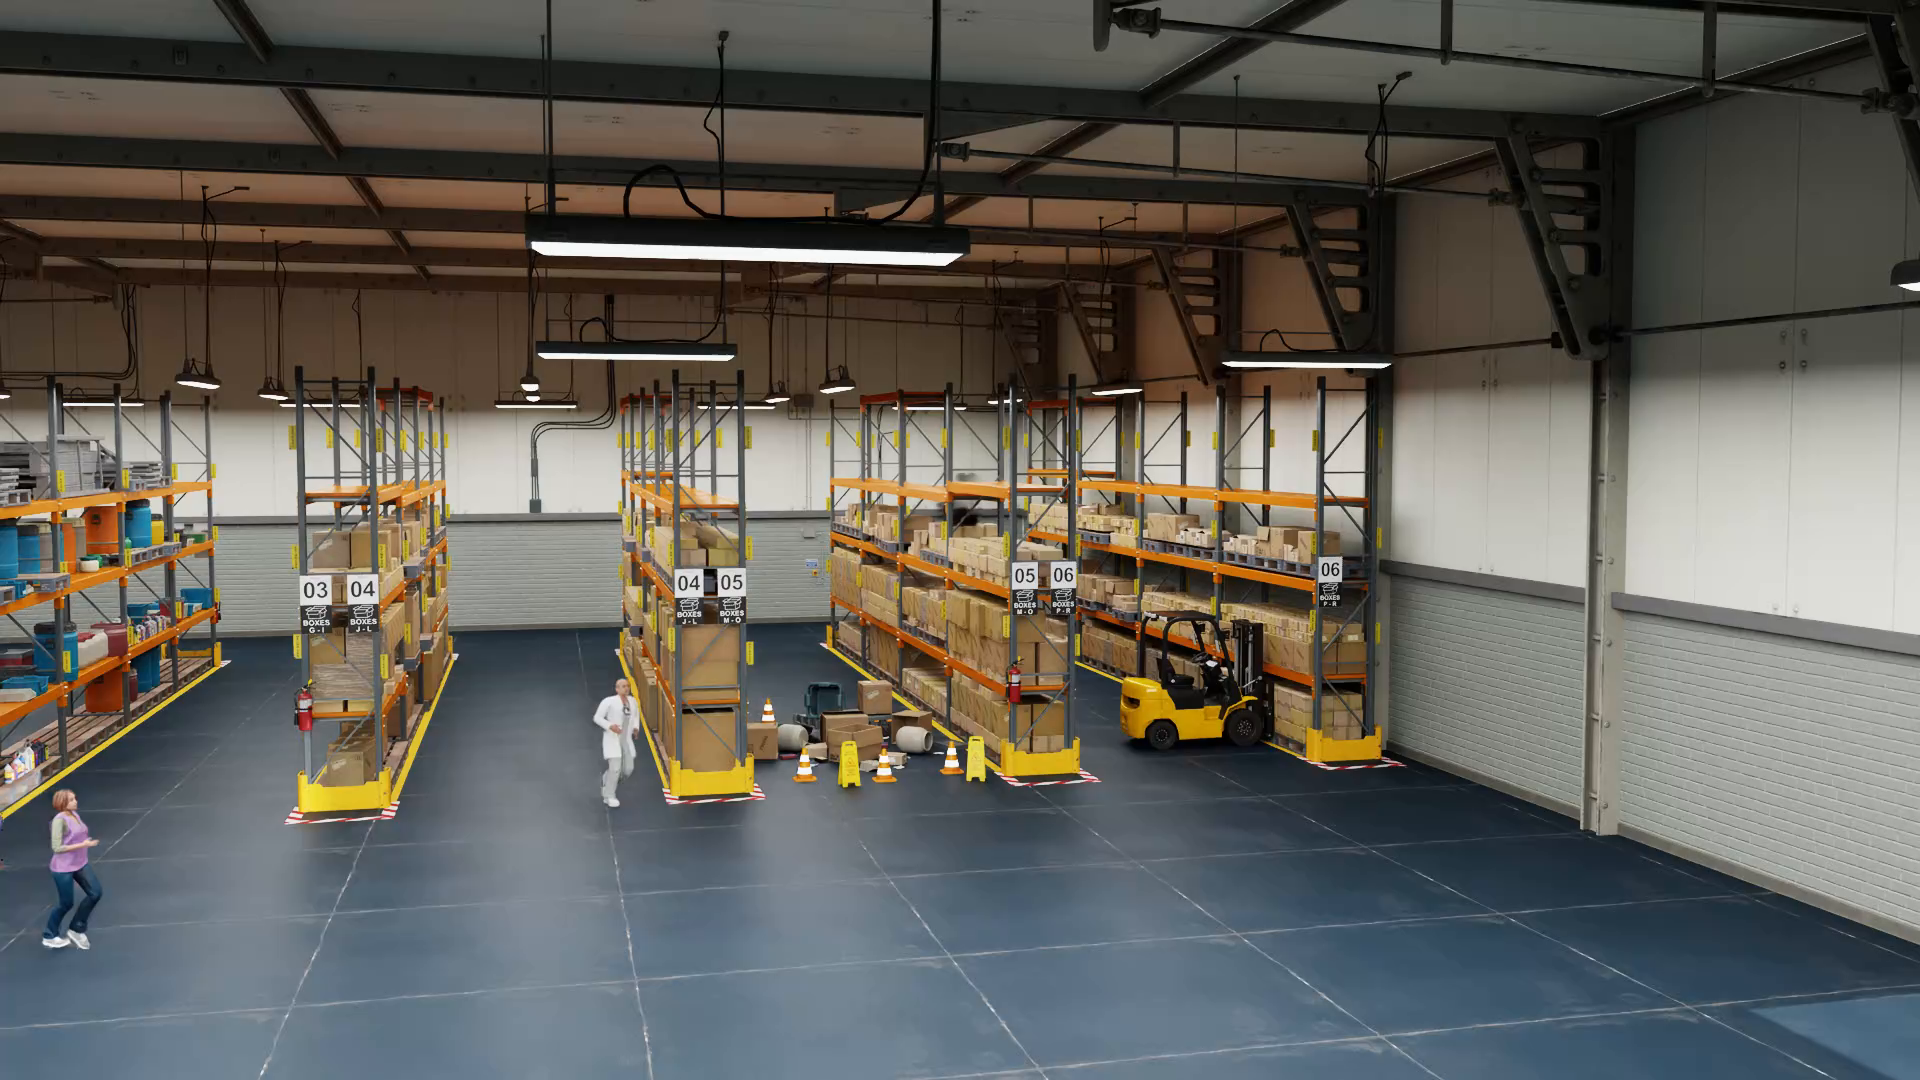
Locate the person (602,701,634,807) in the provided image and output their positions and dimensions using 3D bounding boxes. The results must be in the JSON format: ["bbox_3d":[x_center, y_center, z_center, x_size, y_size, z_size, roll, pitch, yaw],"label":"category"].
[{"bbox_3d":[-4.701,2.898,23.014,0.640,1.481,0.528,-3,4,-40],"label":"person"}]

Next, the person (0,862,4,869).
[{"bbox_3d":[-11.669,3.079,19.541,0.962,1.614,0.648,1,3,11],"label":"person"}]

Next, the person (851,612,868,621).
[{"bbox_3d":[-2.558,1.632,41.858,0.914,1.717,0.720,2,4,32],"label":"person"}]

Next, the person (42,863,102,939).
[{"bbox_3d":[-8.728,3.654,16.303,0.553,0.495,0.342,0,3,5],"label":"person"}]
